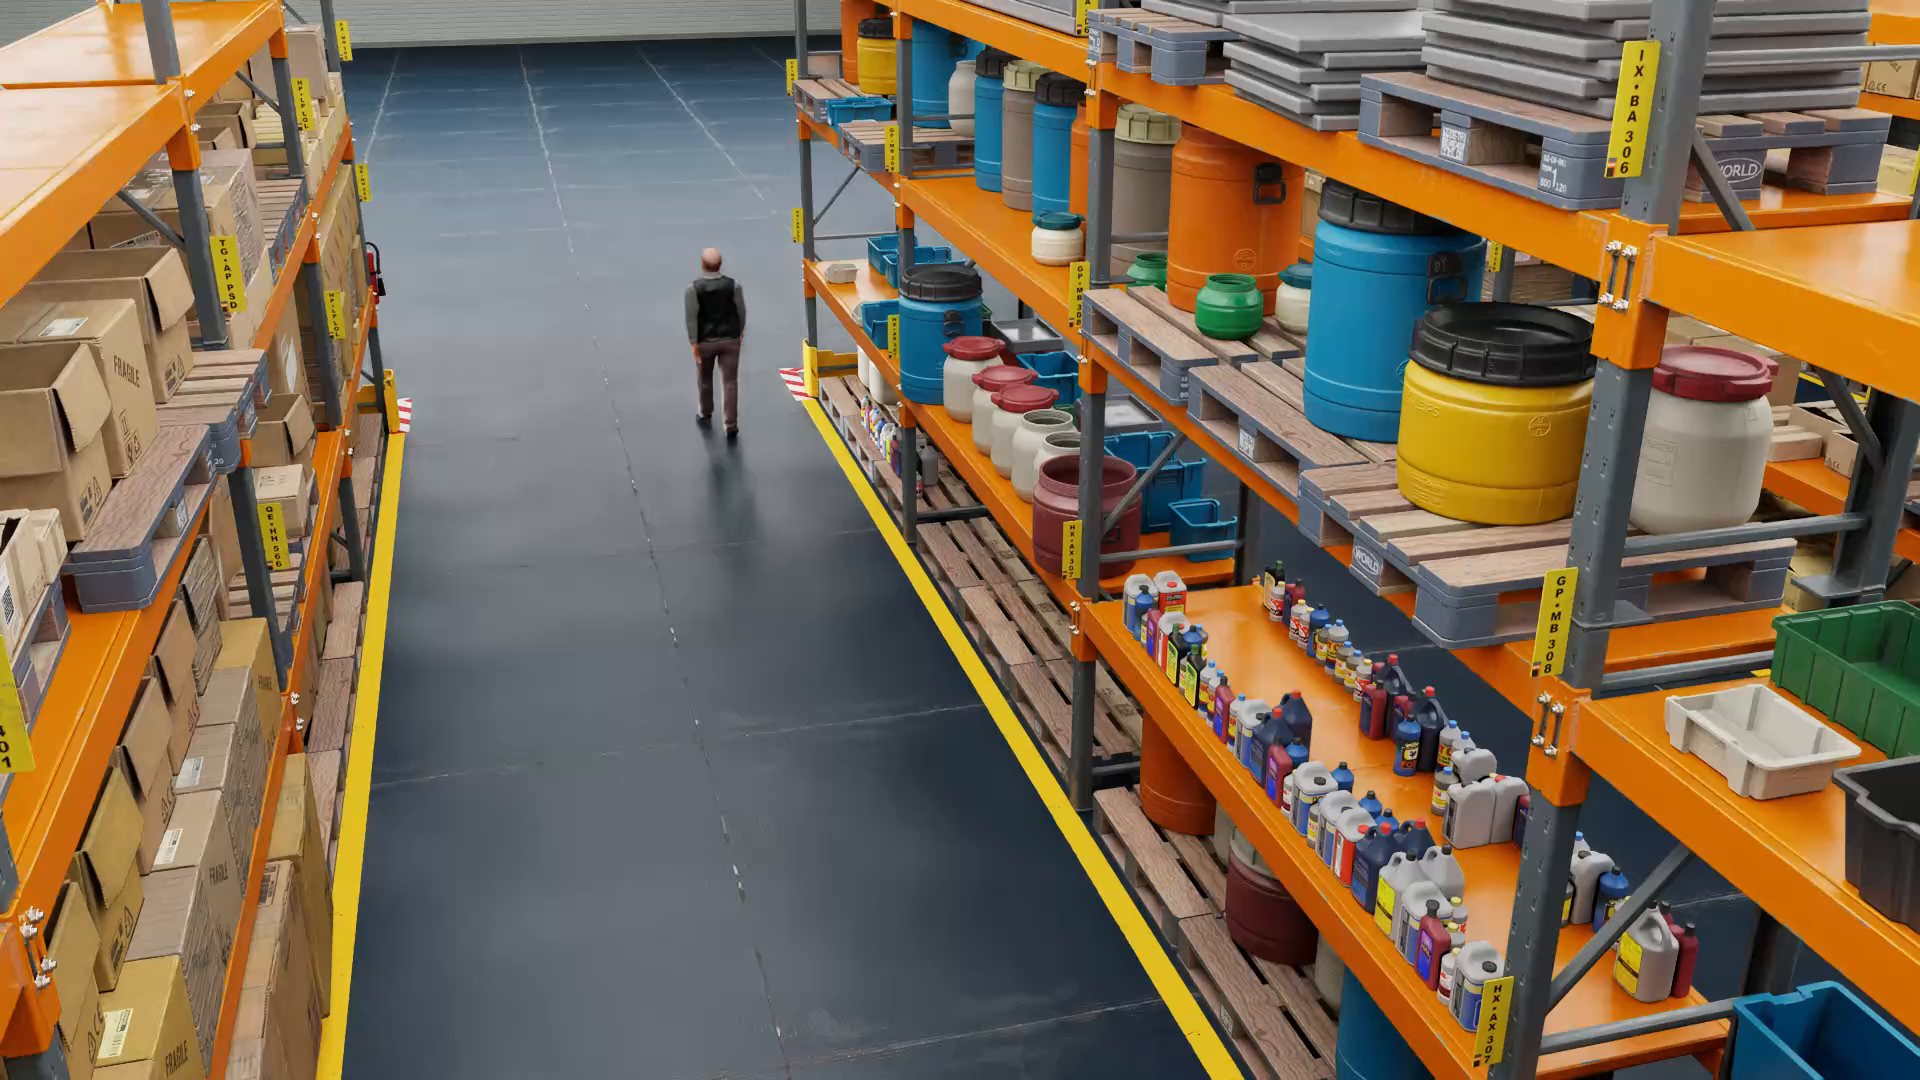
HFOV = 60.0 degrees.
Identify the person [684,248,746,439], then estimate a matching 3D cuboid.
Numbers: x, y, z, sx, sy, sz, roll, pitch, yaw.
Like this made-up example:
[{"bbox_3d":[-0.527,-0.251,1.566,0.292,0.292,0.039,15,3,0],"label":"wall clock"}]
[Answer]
[{"bbox_3d":[-2.205,-1.832,15.013,0.559,1.672,0.957,-6,23,-13],"label":"person"}]
